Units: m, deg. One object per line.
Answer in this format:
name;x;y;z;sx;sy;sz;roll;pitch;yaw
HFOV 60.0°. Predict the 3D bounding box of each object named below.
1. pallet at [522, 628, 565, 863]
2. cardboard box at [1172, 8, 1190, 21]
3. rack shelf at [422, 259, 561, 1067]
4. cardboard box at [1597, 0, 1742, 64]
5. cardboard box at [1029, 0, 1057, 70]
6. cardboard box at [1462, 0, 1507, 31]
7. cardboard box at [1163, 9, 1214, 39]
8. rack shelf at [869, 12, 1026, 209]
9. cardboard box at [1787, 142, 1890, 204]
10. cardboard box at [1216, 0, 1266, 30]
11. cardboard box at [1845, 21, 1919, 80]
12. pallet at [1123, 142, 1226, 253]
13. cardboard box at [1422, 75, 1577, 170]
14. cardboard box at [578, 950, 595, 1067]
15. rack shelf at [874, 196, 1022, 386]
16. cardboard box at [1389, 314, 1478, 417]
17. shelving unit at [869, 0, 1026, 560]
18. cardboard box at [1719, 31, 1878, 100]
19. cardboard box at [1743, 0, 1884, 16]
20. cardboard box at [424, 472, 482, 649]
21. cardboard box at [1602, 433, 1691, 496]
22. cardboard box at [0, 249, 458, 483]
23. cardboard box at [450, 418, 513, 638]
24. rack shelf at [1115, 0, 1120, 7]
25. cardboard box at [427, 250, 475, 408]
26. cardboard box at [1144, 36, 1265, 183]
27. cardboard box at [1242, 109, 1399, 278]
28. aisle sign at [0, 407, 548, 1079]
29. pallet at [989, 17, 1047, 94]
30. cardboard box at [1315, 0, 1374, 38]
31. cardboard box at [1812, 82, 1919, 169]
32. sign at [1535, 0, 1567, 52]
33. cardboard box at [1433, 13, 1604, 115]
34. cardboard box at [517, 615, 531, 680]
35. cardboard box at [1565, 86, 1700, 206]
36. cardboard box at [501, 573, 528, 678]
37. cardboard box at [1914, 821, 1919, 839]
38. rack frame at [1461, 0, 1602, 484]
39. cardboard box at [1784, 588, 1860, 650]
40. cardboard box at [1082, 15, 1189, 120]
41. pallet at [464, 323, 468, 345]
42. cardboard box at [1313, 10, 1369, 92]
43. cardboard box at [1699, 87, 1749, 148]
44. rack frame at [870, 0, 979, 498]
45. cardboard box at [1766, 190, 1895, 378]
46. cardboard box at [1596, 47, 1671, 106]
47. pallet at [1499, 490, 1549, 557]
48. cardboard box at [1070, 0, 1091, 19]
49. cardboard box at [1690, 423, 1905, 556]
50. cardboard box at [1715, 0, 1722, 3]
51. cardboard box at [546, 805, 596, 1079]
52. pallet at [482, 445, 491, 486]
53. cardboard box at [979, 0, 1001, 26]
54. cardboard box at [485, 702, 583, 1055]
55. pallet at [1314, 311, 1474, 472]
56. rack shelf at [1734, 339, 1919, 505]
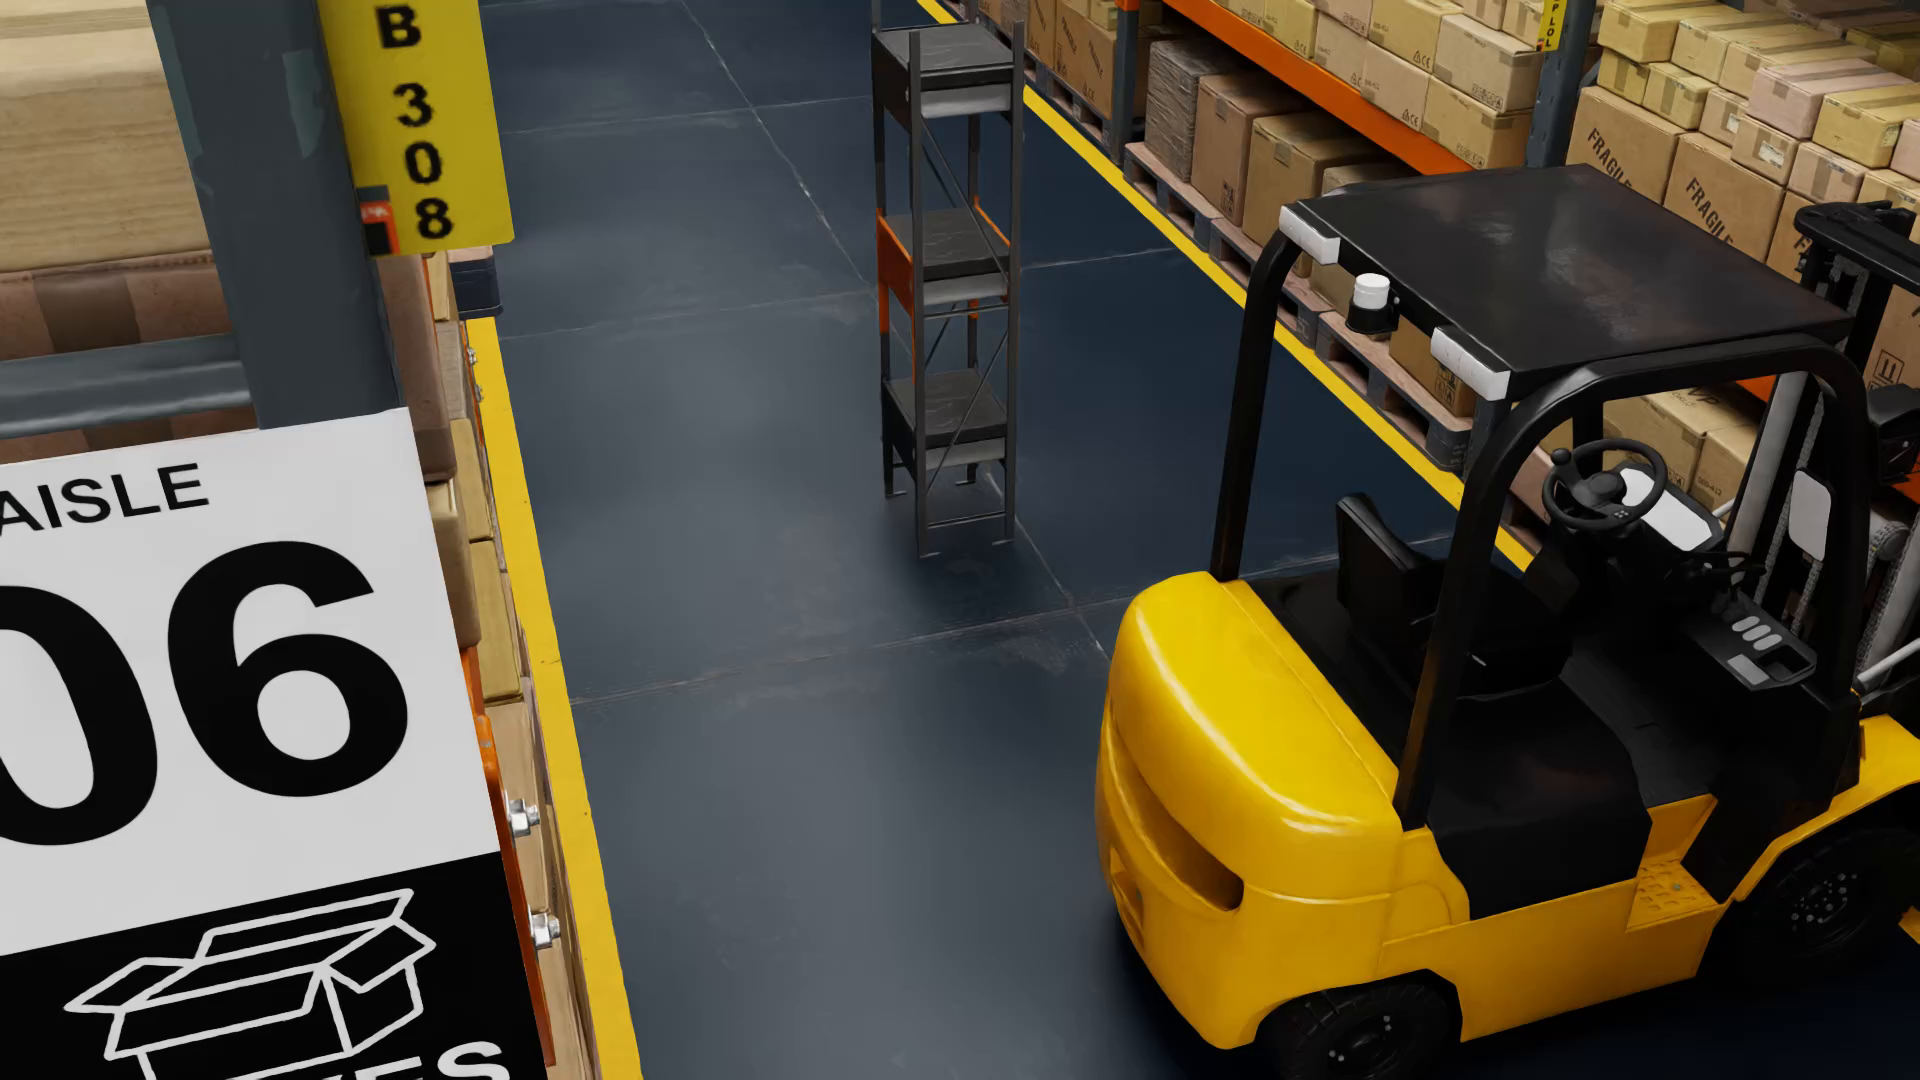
pallet;-1.844;0.789;5.364;1.003;0.211;1.213;-10;35;-15
cardboard box;1.561;-3.387;10.452;0.380;0.149;0.250;-8;34;-12
rack shelf;-1.472;-0.622;2.902;1.077;0.370;4.000;-10;35;-15
cardboard box;2.458;-1.777;5.769;0.380;0.149;0.250;-9;35;-14
cardboard box;0.785;-3.514;11.234;0.500;0.500;0.500;-9;34;-13
cardboard box;2.232;-2.144;6.595;0.380;0.149;0.250;-11;35;-15
cardboard box;1.562;-3.058;10.544;0.500;0.500;0.500;-9;34;-13
rack shelf;-0.050;-1.536;5.924;0.431;0.518;0.480;-10;35;-15
cardboard box;2.760;-1.110;5.030;0.380;0.149;0.250;-10;35;-15
cardboard box;1.638;-2.787;8.382;0.500;0.250;0.500;-11;35;-16
cardboard box;3.159;-1.602;5.504;0.380;0.149;0.250;-10;35;-15
pallet;1.637;-2.055;9.669;1.003;0.211;1.213;-10;35;-15
cardboard box;2.241;-1.715;6.761;0.500;0.250;0.500;-9;35;-14
cardboard box;-1.172;1.328;4.133;0.500;0.250;0.500;-8;34;-12
rack shelf;-0.050;-0.952;6.310;0.431;0.518;0.480;-10;35;-15
cardboard box;2.474;-1.014;7.337;0.875;0.625;0.625;-8;34;-13
shelving unit;-0.050;-0.963;6.303;0.431;2.100;0.503;-10;35;-15
cardboard box;2.710;-1.522;5.384;0.380;0.149;0.250;-11;35;-16
cardboard box;3.029;-1.877;5.921;0.380;0.149;0.250;-10;35;-15
cardboard box;-0.654;0.004;1.530;0.380;0.149;0.250;-10;35;-15
cardboard box;2.653;-0.224;6.028;0.500;0.250;0.500;-10;35;-15
cardboard box;-0.762;-0.242;1.541;0.500;0.250;0.500;-11;35;-16
cardboard box;-1.223;0.114;3.496;0.500;0.500;0.500;-11;35;-16
rack shelf;0.813;-4.407;11.351;1.077;0.370;4.000;-10;35;-15
cardboard box;-1.547;-0.426;4.313;0.500;0.500;0.500;-9;34;-13
cardboard box;1.601;-2.512;9.604;0.875;0.625;0.625;-9;34;-13
cardboard box;2.013;-1.817;8.552;0.875;0.625;0.625;-11;35;-17
aisle sign;-0.548;0.275;1.255;0.394;0.787;0.004;-10;35;-15
pallet;0.863;-3.532;11.903;1.003;0.211;1.213;-10;35;-15
cardboard box;1.936;-2.456;7.429;0.500;0.250;0.500;-9;35;-14
cardboard box;2.796;-1.238;4.954;0.380;0.149;0.250;-11;35;-15
sign;2.130;-1.911;5.943;0.100;0.325;0.005;-10;35;-15
cardboard box;2.250;-1.918;6.615;0.500;0.250;0.500;-11;35;-16
cardboard box;-1.646;0.517;5.361;0.500;0.250;0.500;-8;34;-13
cardboard box;2.530;-1.322;5.939;0.500;0.500;0.500;-11;35;-16
cardboard box;-1.490;0.471;4.750;0.500;0.500;0.500;-9;35;-14
cardboard box;3.133;0.794;4.940;0.500;0.250;0.500;-10;35;-14
rack frame;2.643;-1.557;6.386;1.000;3.000;0.127;-10;35;-15
cardboard box;2.948;0.307;5.224;0.500;0.250;0.500;-10;35;-15
cardboard box;1.090;-2.976;10.419;0.500;0.500;0.500;-9;35;-13
pallet;-3.066;-1.247;8.445;1.003;0.211;1.213;-10;35;-15
cardboard box;1.960;-2.244;7.561;0.500;0.250;0.500;-10;35;-14
cardboard box;2.677;-1.390;5.454;0.380;0.149;0.250;-10;35;-15
rack frame;-0.125;-1.091;6.497;0.400;2.100;0.015;-10;35;-15
cardboard box;2.860;-0.786;5.128;0.500;0.500;0.500;-10;35;-15
cardboard box;2.490;-1.658;5.859;0.380;0.149;0.250;-11;35;-15
pallet;2.846;0.031;6.512;1.003;0.211;1.213;-10;35;-15
cardboard box;0.919;-3.415;10.496;0.380;0.149;0.250;-12;35;-17
cardboard box;2.801;-0.166;5.487;0.500;0.250;0.500;-9;34;-13
cardboard box;2.741;-2.090;6.513;0.380;0.149;0.250;-11;35;-16
cardboard box;-1.162;1.018;3.922;0.500;0.500;0.500;-9;35;-14
pallet;-2.321;0.034;6.507;1.003;0.211;1.213;-10;35;-15
cardboard box;0.456;-4.057;12.056;0.500;0.500;0.500;-11;35;-16
cardboard box;-0.904;0.647;2.690;0.500;0.500;0.500;-9;35;-13
pallet;2.382;-0.774;7.730;1.003;0.211;1.213;-10;35;-15
rack shelf;3.254;-0.207;4.995;1.077;0.370;4.000;-10;35;-15
